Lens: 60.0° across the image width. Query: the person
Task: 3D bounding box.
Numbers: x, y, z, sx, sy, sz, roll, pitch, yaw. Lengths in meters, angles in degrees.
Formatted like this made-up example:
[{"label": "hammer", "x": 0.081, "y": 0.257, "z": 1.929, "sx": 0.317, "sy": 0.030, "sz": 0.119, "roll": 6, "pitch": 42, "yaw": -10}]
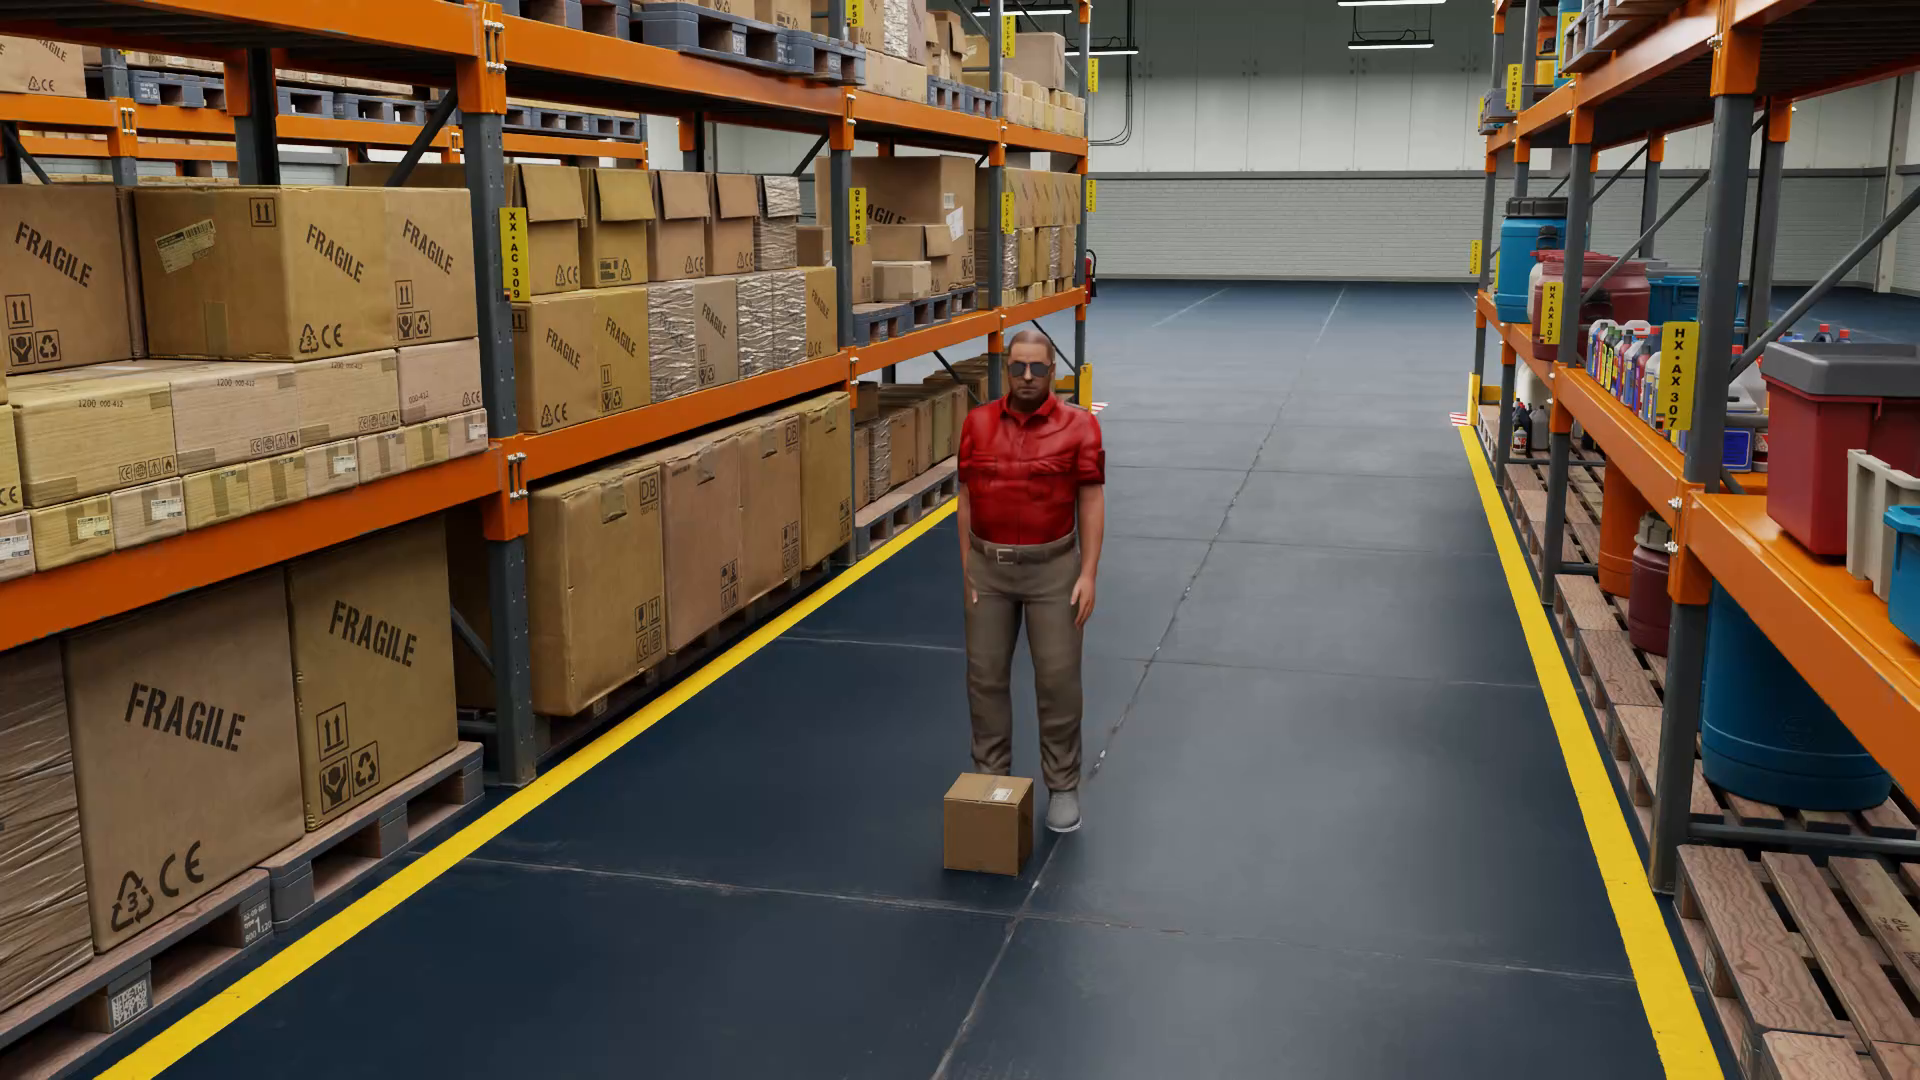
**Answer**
[{"label": "person", "x": 0.236, "y": 0.141, "z": 5.834, "sx": 0.530, "sy": 1.744, "sz": 0.361, "roll": 3, "pitch": 12, "yaw": 15}]
